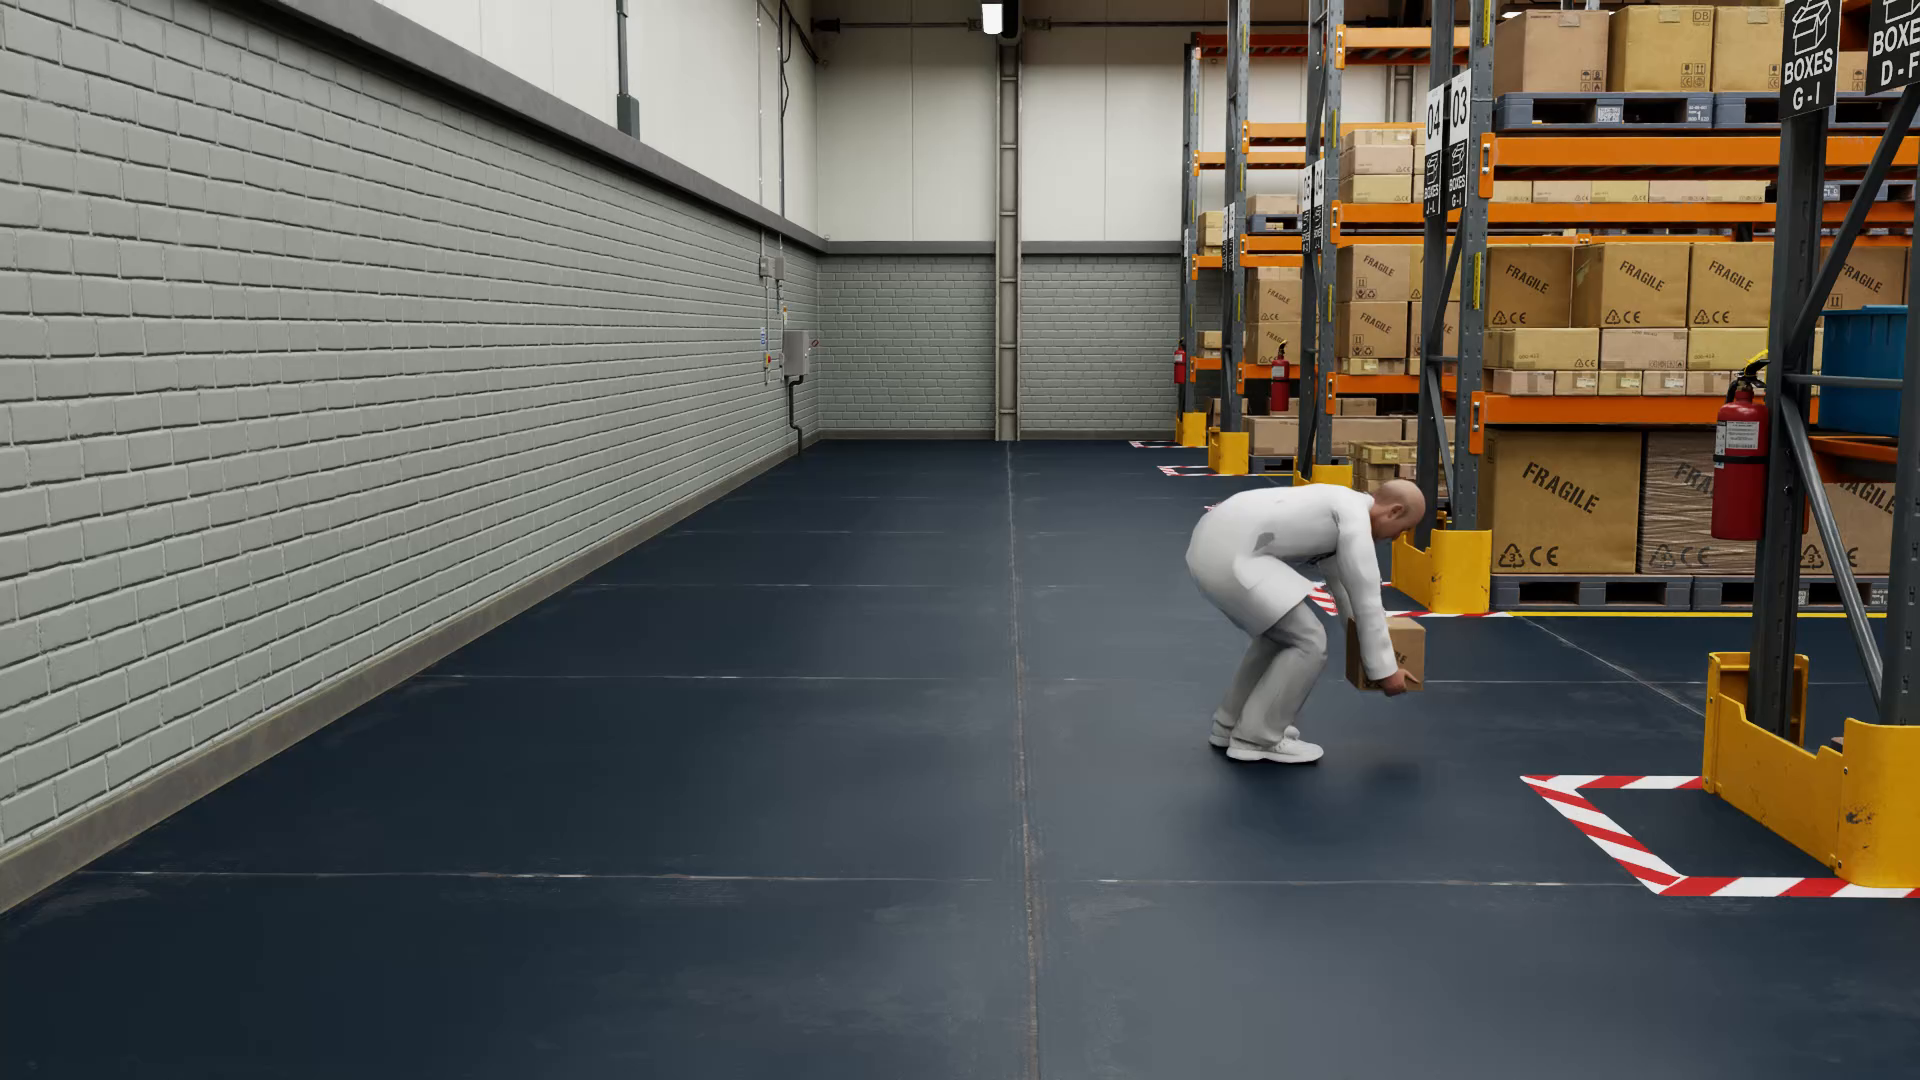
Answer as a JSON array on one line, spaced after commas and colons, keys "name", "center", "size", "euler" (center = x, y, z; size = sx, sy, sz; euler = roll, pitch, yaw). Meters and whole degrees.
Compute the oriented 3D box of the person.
[{"name": "person", "center": [1.364, 0.315, 6.591], "size": [0.941, 1.086, 0.585], "euler": [0, 7, -2]}]
